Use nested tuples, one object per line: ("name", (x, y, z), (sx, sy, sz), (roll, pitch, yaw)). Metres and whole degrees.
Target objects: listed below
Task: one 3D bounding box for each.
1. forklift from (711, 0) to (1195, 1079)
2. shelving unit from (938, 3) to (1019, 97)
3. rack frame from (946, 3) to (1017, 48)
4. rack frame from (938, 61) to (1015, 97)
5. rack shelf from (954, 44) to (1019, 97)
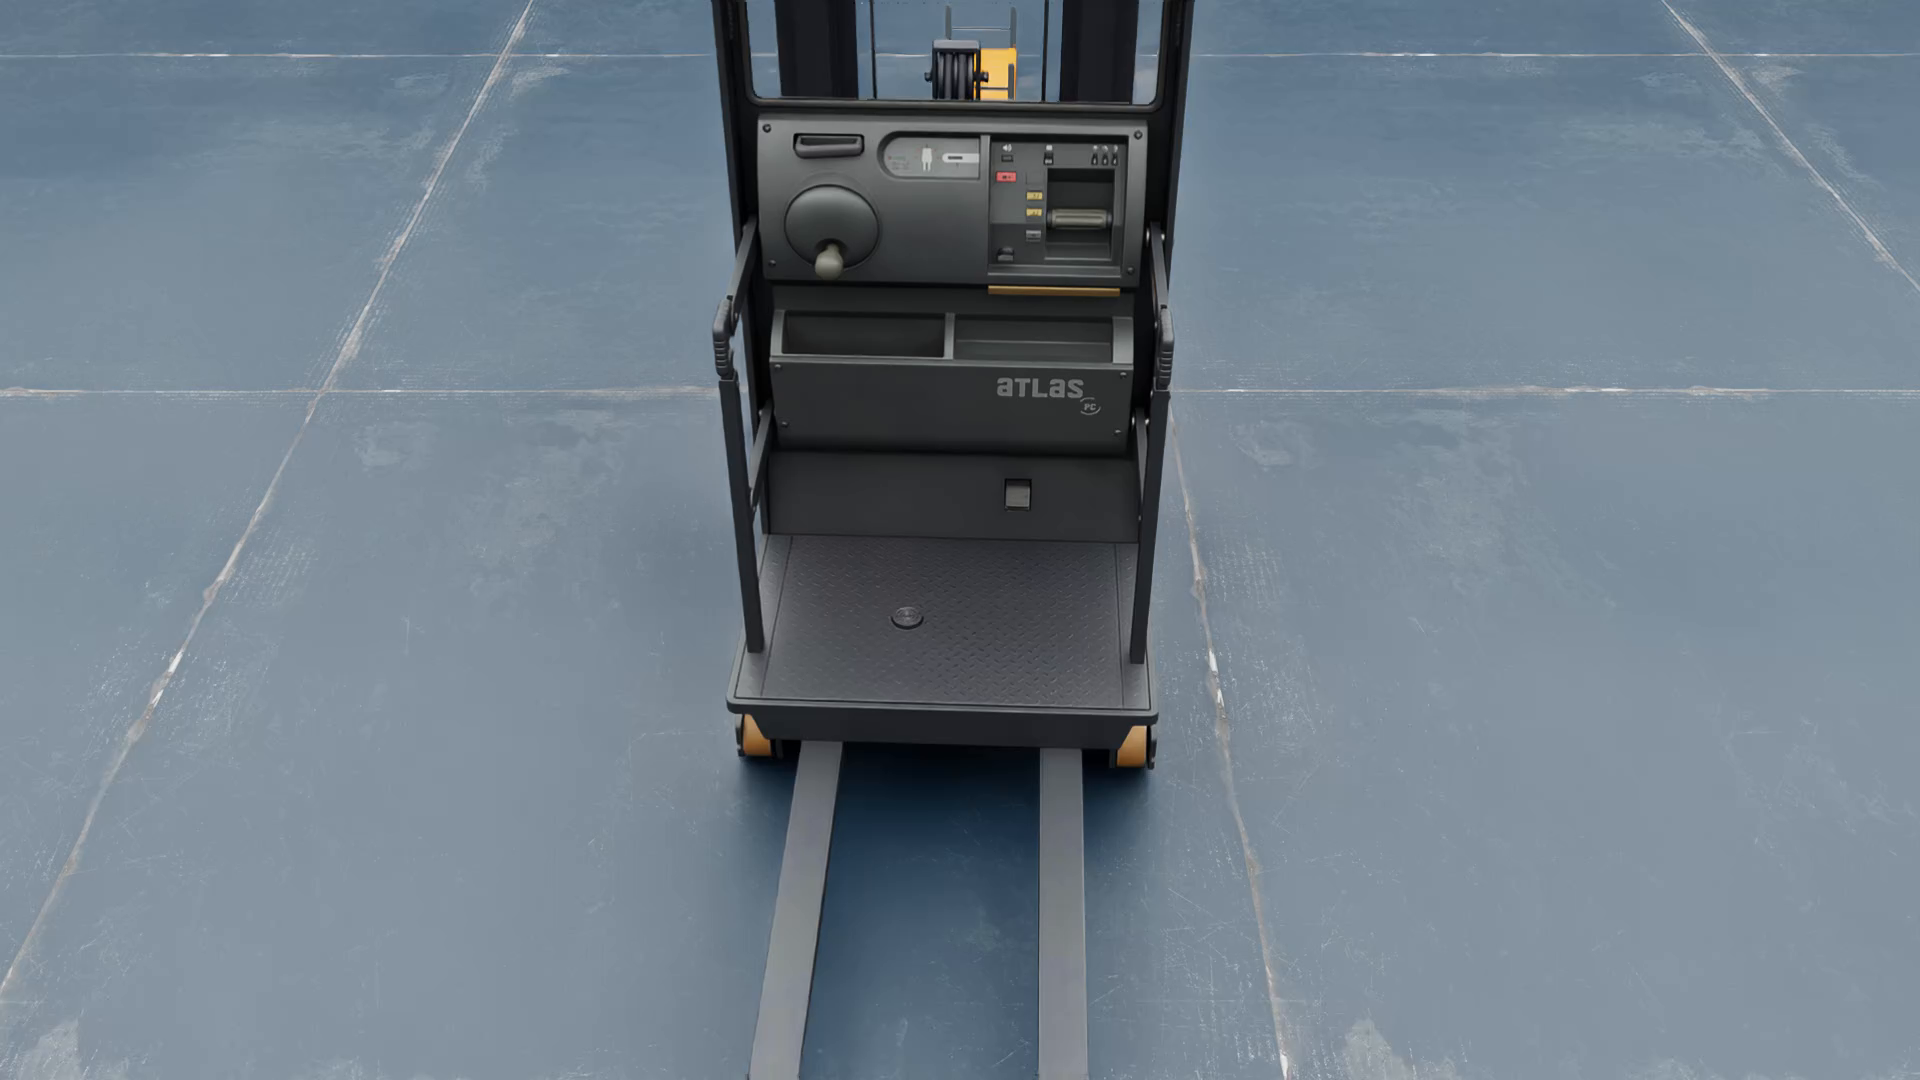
("forklift", (-0.027, -0.739, 3.829), (1.130, 2.935, 3.031), (1, 39, 2))
("shelving unit", (0.062, -1.176, 5.757), (0.258, 1.200, 0.503), (1, 39, 2))
("rack frame", (0.072, -1.328, 5.948), (0.240, 1.200, 0.015), (1, 39, 2))
("rack frame", (0.051, -1.023, 5.567), (0.240, 1.200, 0.015), (1, 39, 2))
("rack shelf", (0.062, -1.482, 5.512), (0.258, 0.148, 0.480), (1, 39, 2))
